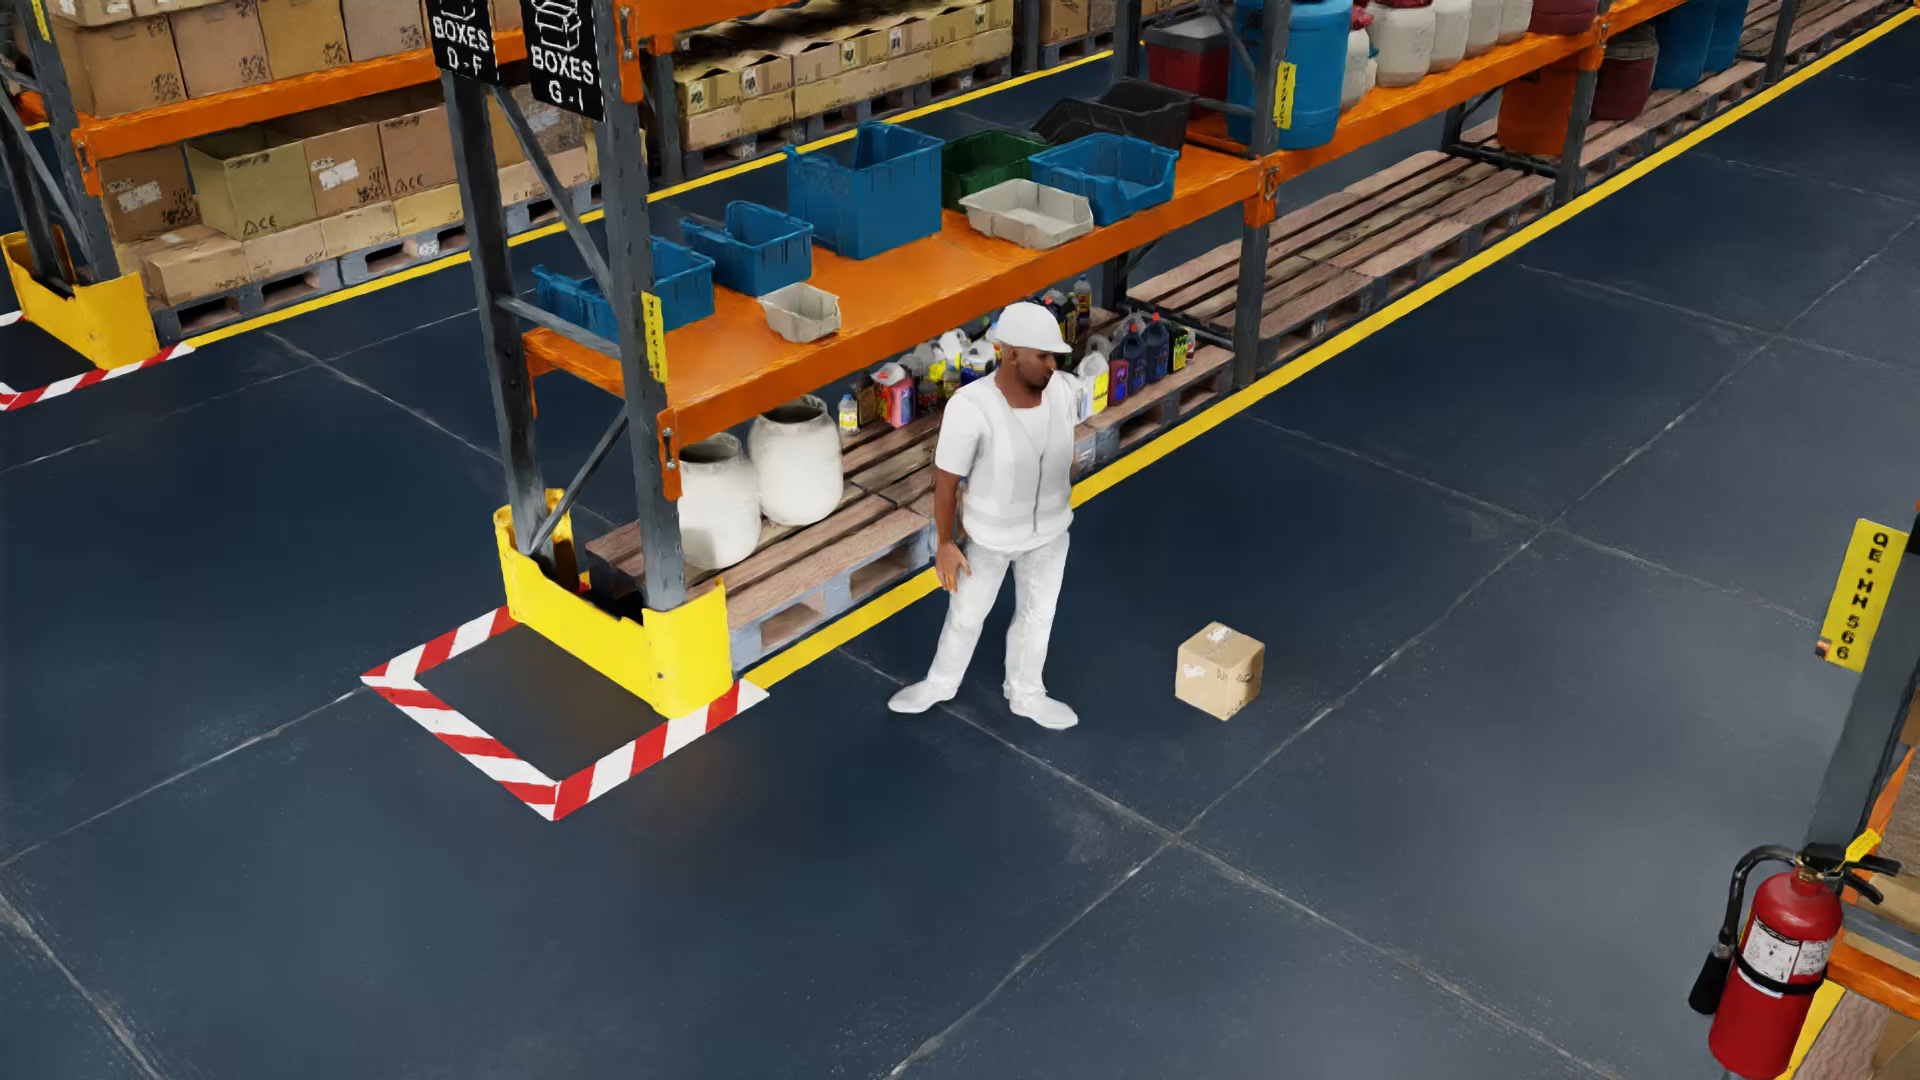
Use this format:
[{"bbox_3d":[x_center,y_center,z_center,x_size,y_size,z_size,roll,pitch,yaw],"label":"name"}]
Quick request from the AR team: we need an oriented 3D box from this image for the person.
[{"bbox_3d":[0.103,-0.048,6.194,0.706,1.772,0.474,-14,34,-22],"label":"person"}]
